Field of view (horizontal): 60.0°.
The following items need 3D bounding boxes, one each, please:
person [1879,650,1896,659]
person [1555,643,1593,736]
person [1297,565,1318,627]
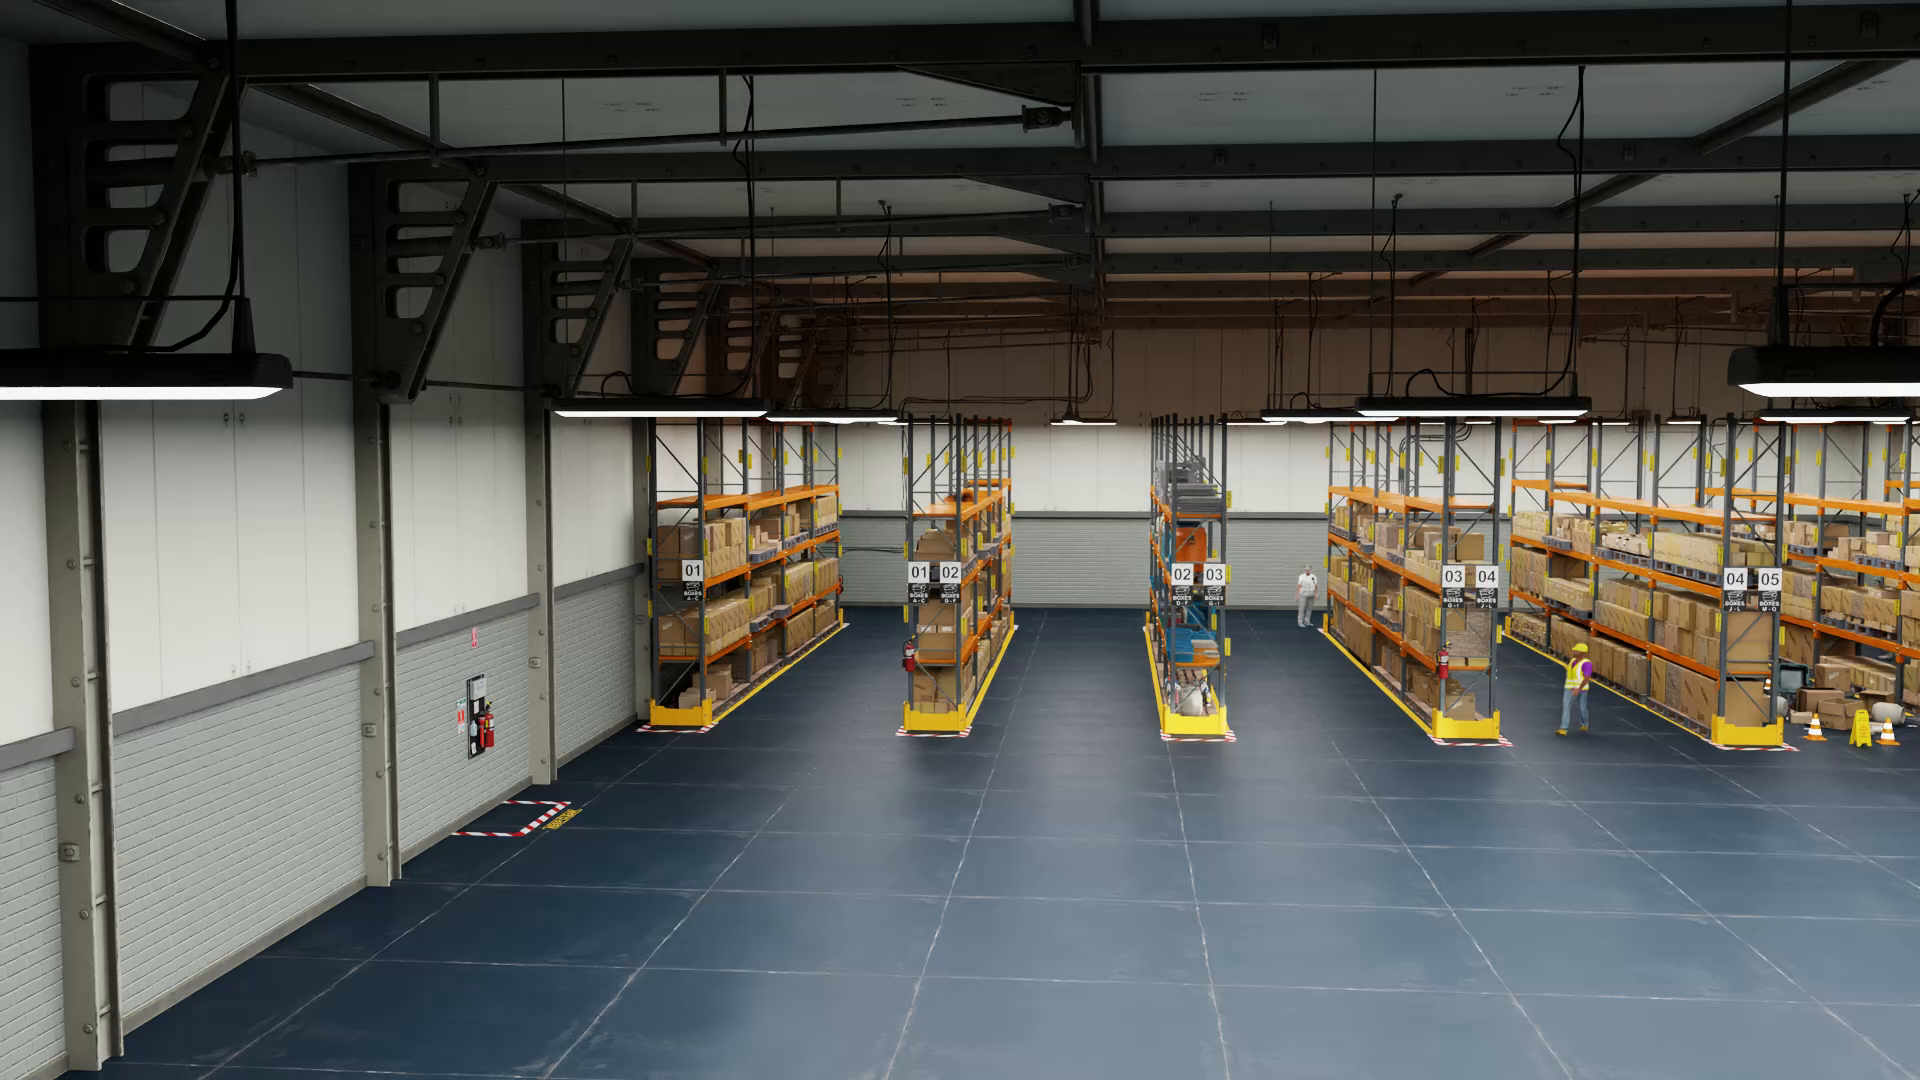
[{"bbox_3d":[23.048,2.083,41.150,0.491,1.806,0.574,2,4,30],"label":"person"},{"bbox_3d":[11.480,2.779,30.951,0.531,1.706,1.065,3,5,33],"label":"person"},{"bbox_3d":[10.075,1.609,48.140,0.607,1.783,0.516,-1,4,-9],"label":"person"}]
